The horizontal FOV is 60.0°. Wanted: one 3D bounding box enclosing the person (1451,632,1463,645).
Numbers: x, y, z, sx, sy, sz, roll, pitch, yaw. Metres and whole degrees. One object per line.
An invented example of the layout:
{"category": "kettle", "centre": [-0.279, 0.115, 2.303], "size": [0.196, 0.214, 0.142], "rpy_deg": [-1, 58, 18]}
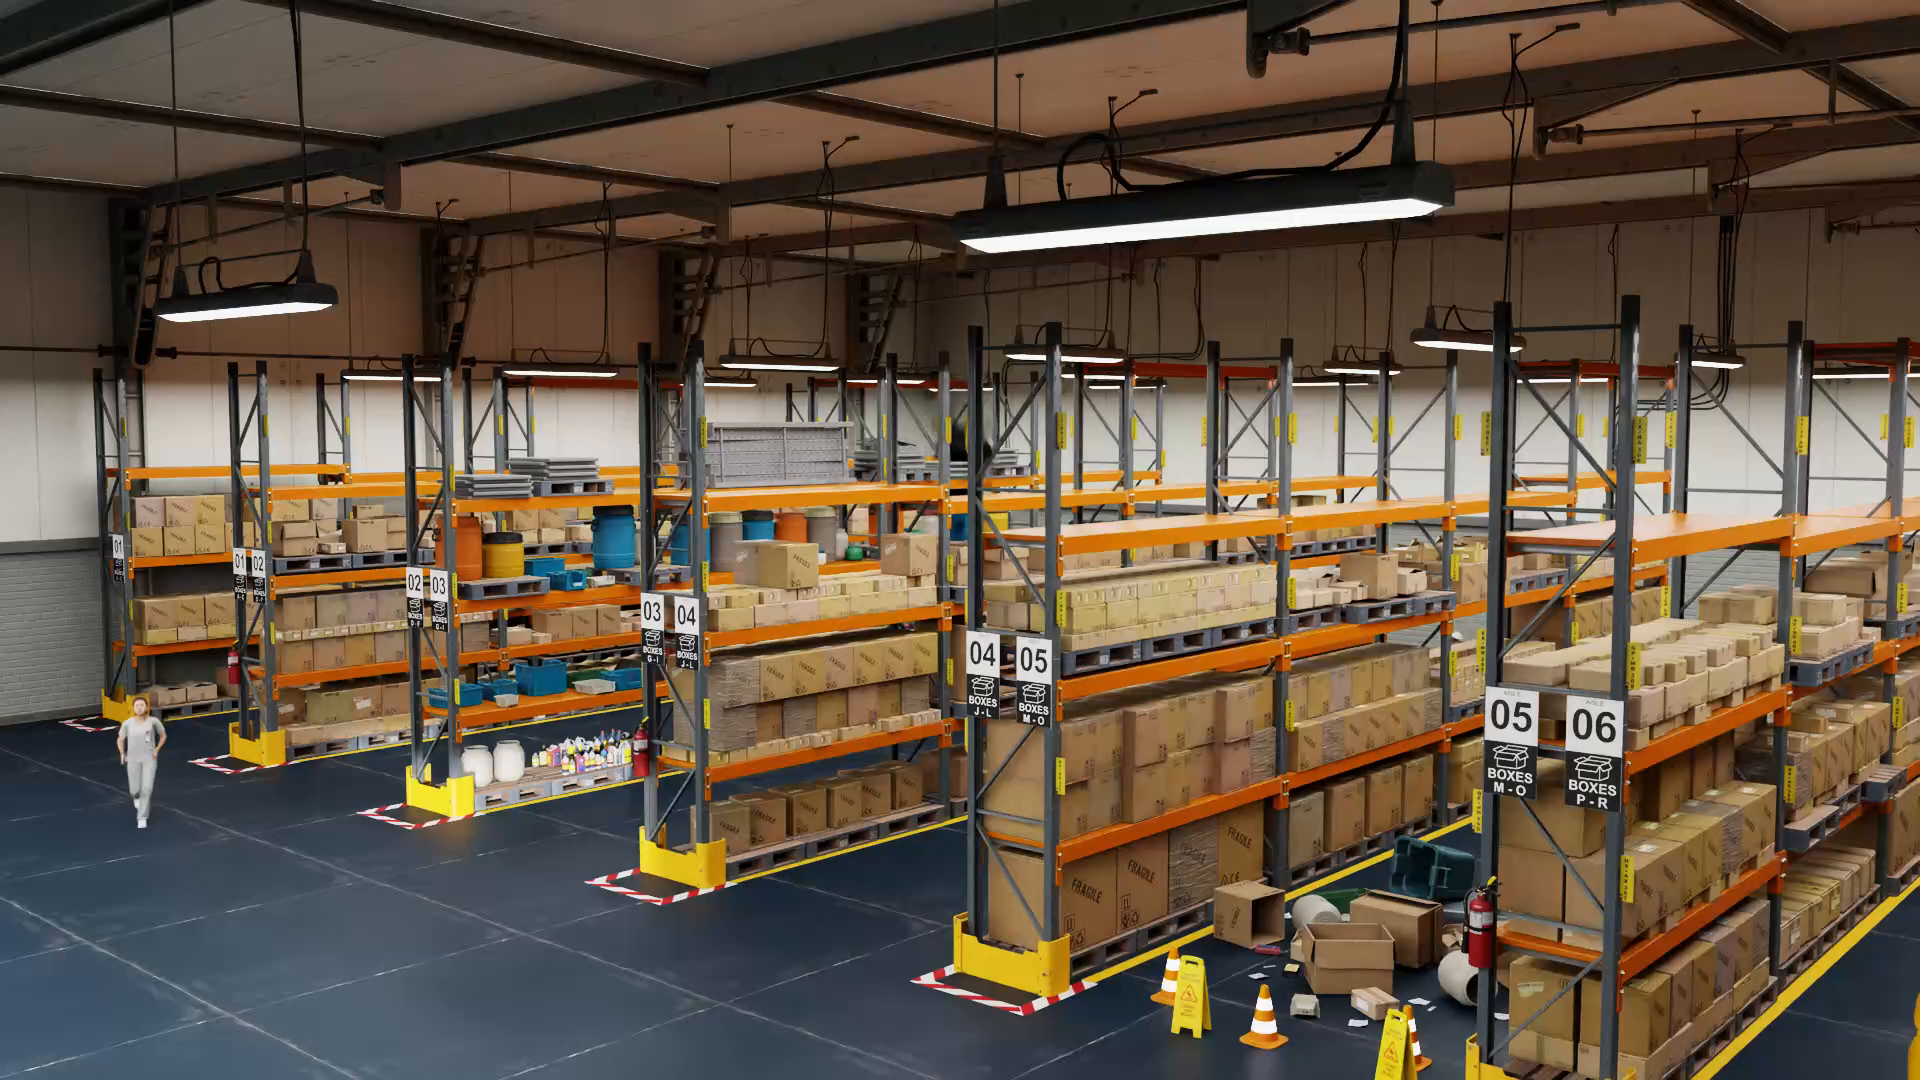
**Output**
{"category": "person", "centre": [7.837, 2.335, 26.353], "size": [0.695, 1.763, 0.956], "rpy_deg": [4, 6, 42]}

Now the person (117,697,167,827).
{"category": "person", "centre": [-10.420, 2.804, 21.204], "size": [0.572, 1.631, 0.636], "rpy_deg": [-2, 5, -23]}
